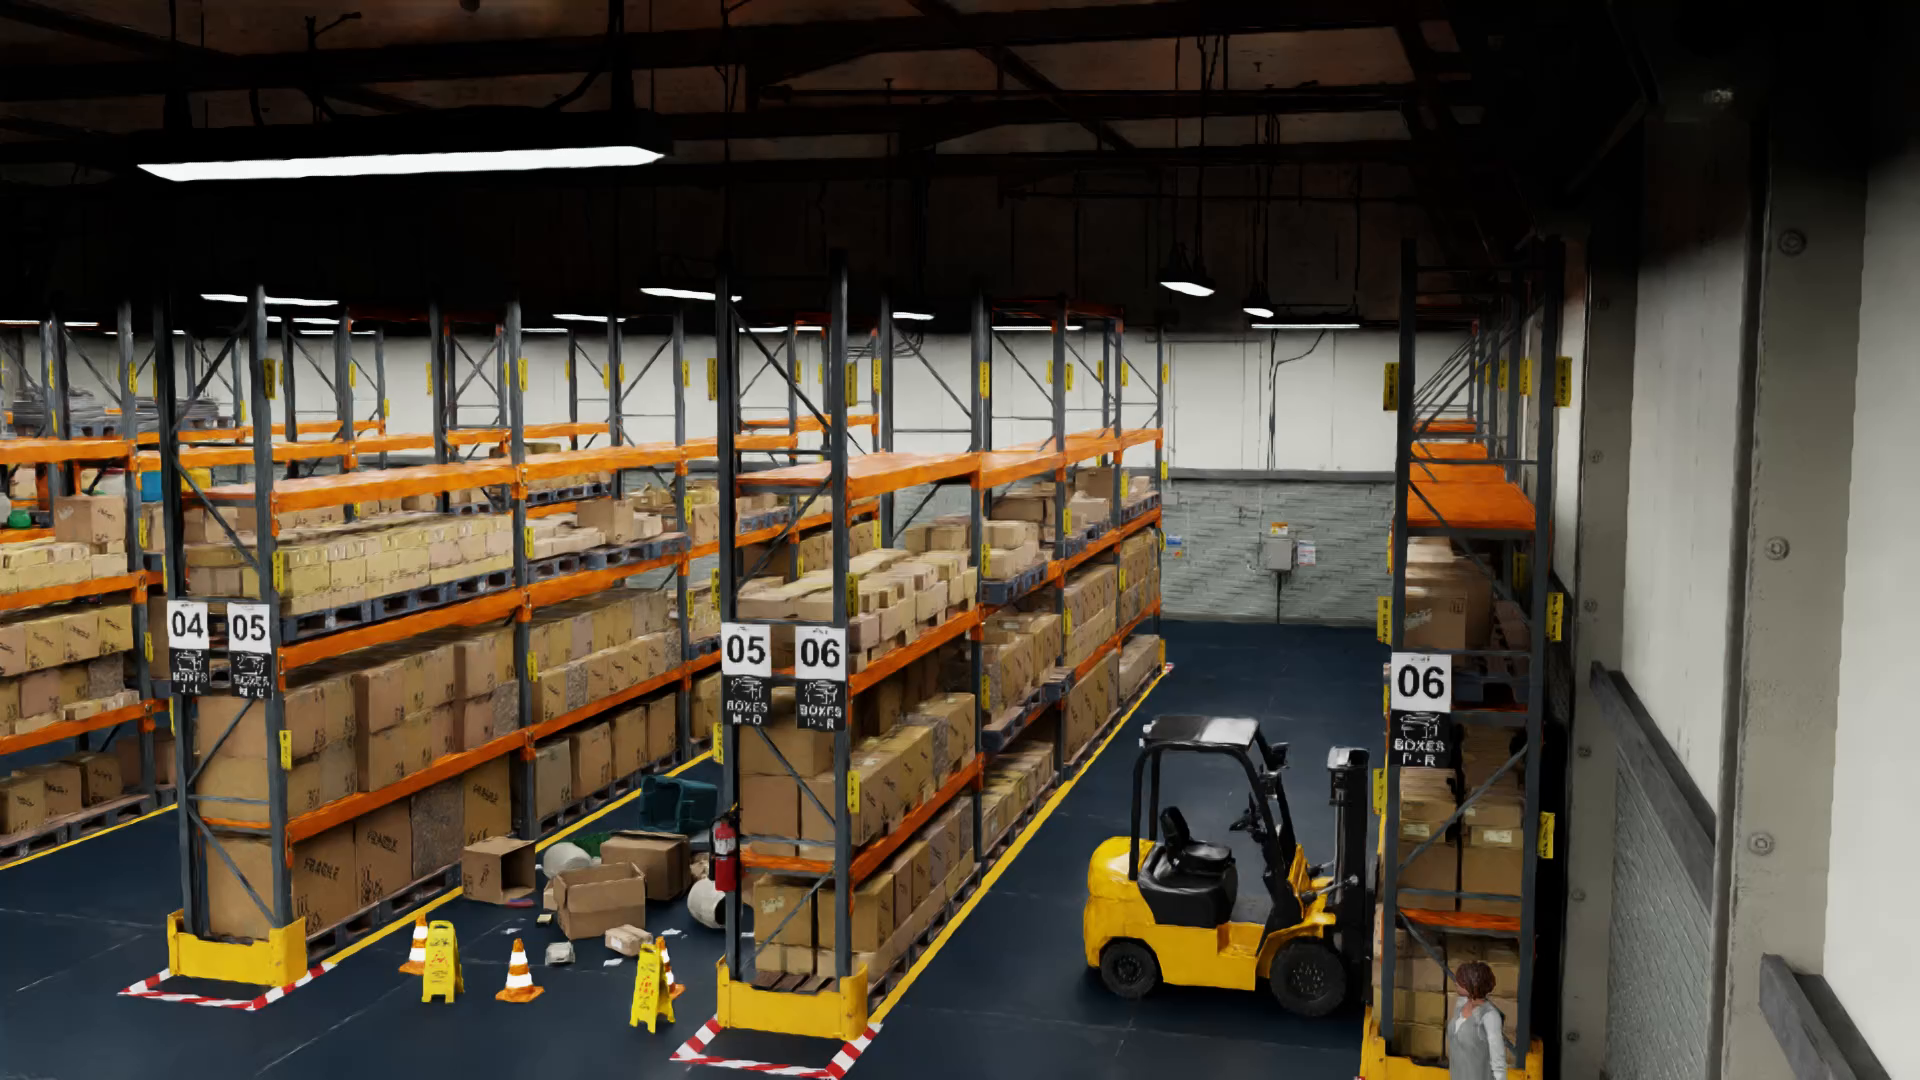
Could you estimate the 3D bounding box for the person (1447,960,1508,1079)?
[{"bbox_3d":[3.130,3.314,9.976,0.357,1.592,0.509,-1,6,-12],"label":"person"}]
